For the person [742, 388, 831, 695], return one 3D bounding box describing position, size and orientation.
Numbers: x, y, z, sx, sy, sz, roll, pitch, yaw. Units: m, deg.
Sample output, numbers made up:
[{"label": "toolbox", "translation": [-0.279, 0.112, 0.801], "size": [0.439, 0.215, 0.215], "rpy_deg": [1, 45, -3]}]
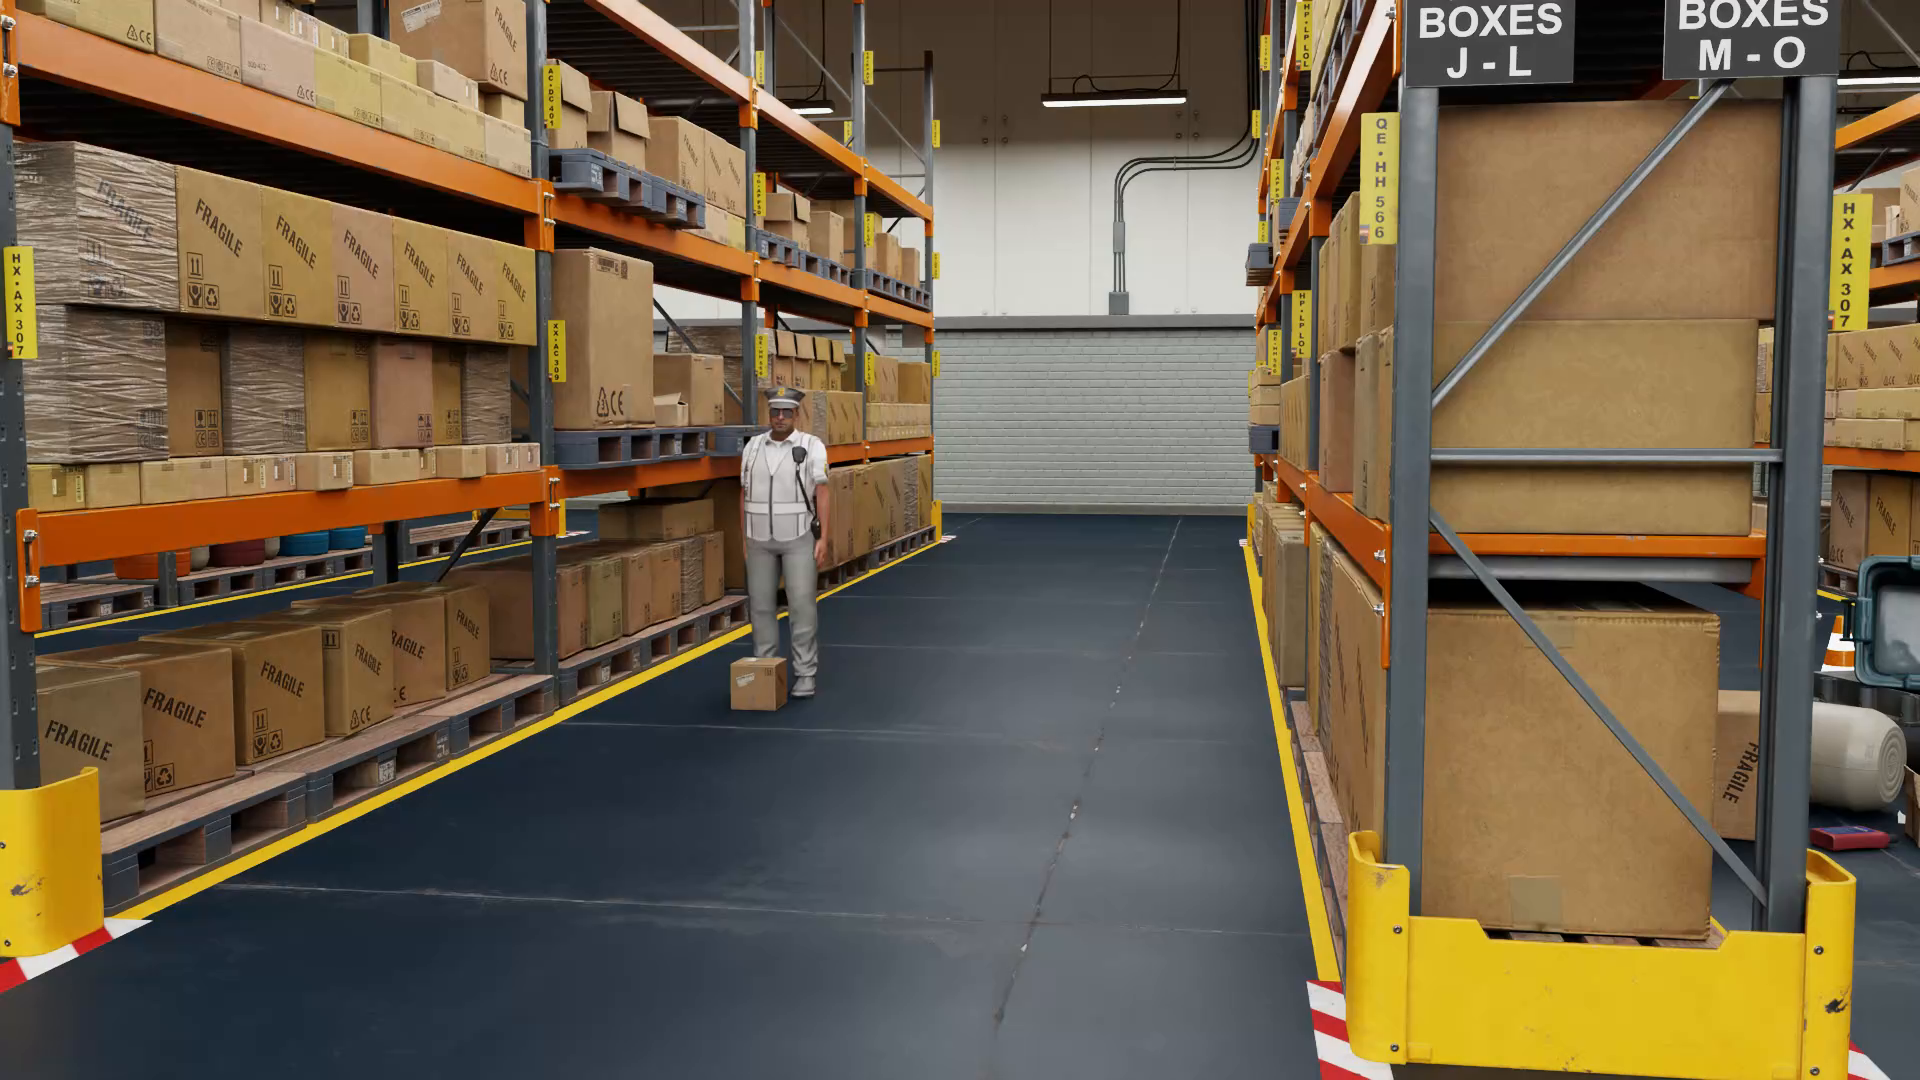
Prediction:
[{"label": "person", "translation": [-1.008, 0.006, 9.546], "size": [0.528, 1.747, 0.393], "rpy_deg": [1, 4, 10]}]
